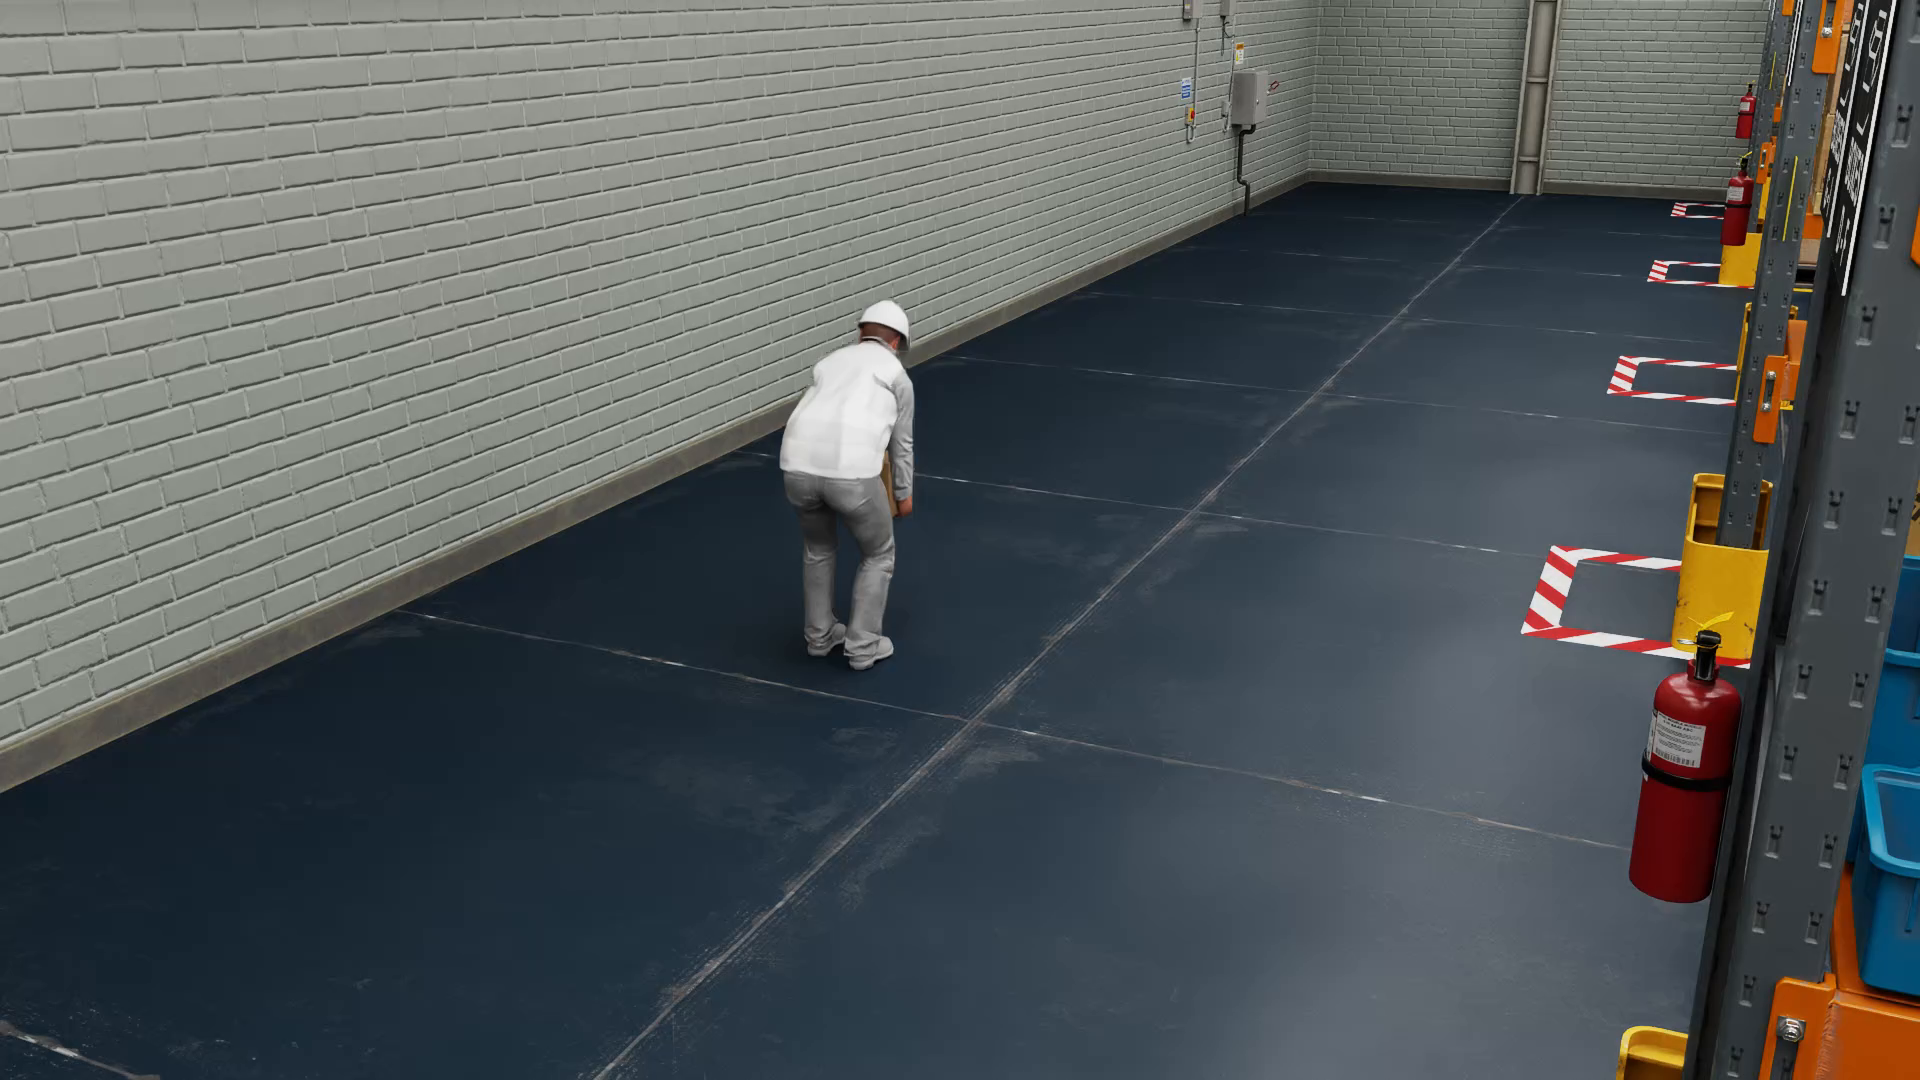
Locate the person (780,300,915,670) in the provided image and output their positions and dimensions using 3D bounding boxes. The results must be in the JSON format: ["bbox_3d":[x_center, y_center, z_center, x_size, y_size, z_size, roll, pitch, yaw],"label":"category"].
[{"bbox_3d":[-0.447,-0.250,7.220,0.473,1.476,0.870,8,20,21],"label":"person"}]
